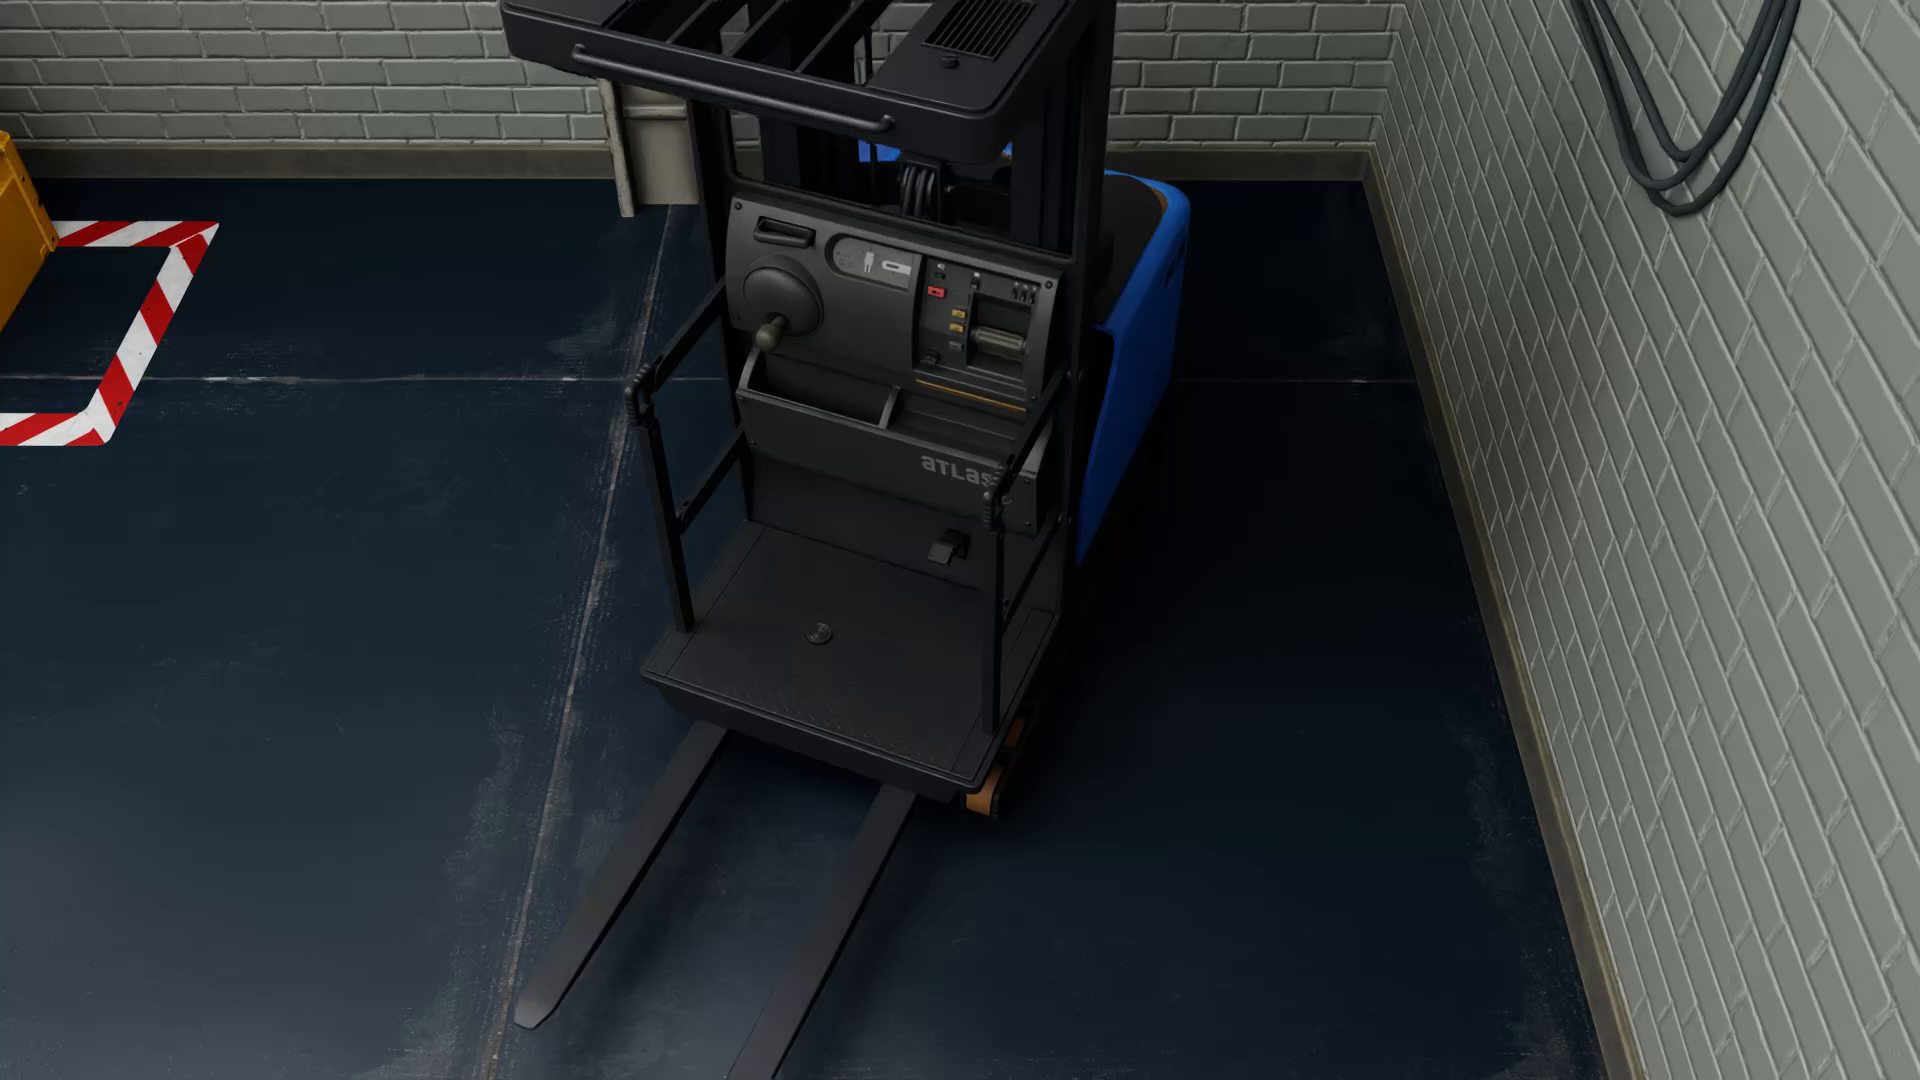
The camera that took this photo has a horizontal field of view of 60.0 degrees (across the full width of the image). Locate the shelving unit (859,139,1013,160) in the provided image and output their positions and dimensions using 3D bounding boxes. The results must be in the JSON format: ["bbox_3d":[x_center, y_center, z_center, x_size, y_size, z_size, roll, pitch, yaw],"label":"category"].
[{"bbox_3d":[-0.076,-1.396,6.025,1.048,1.500,0.538,3,47,3],"label":"shelving unit"}]

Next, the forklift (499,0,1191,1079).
[{"bbox_3d":[-0.271,-0.535,4.246,1.130,2.935,3.031,17,49,15],"label":"forklift"}]

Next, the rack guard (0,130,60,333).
[{"bbox_3d":[-3.911,-1.022,6.359,0.348,0.500,1.175,0,47,0],"label":"rack guard"}]

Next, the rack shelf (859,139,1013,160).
[{"bbox_3d":[-0.076,-1.273,6.156,1.000,0.185,0.538,3,47,3],"label":"rack shelf"}]

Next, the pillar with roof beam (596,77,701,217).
[{"bbox_3d":[-1.247,-1.392,0.898,0.400,9.000,9.100,0,47,0],"label":"pillar with roof beam"}]

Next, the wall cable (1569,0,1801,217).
[{"bbox_3d":[1.720,-2.582,4.127,0.112,2.526,3.097,0,47,0],"label":"wall cable"}]
